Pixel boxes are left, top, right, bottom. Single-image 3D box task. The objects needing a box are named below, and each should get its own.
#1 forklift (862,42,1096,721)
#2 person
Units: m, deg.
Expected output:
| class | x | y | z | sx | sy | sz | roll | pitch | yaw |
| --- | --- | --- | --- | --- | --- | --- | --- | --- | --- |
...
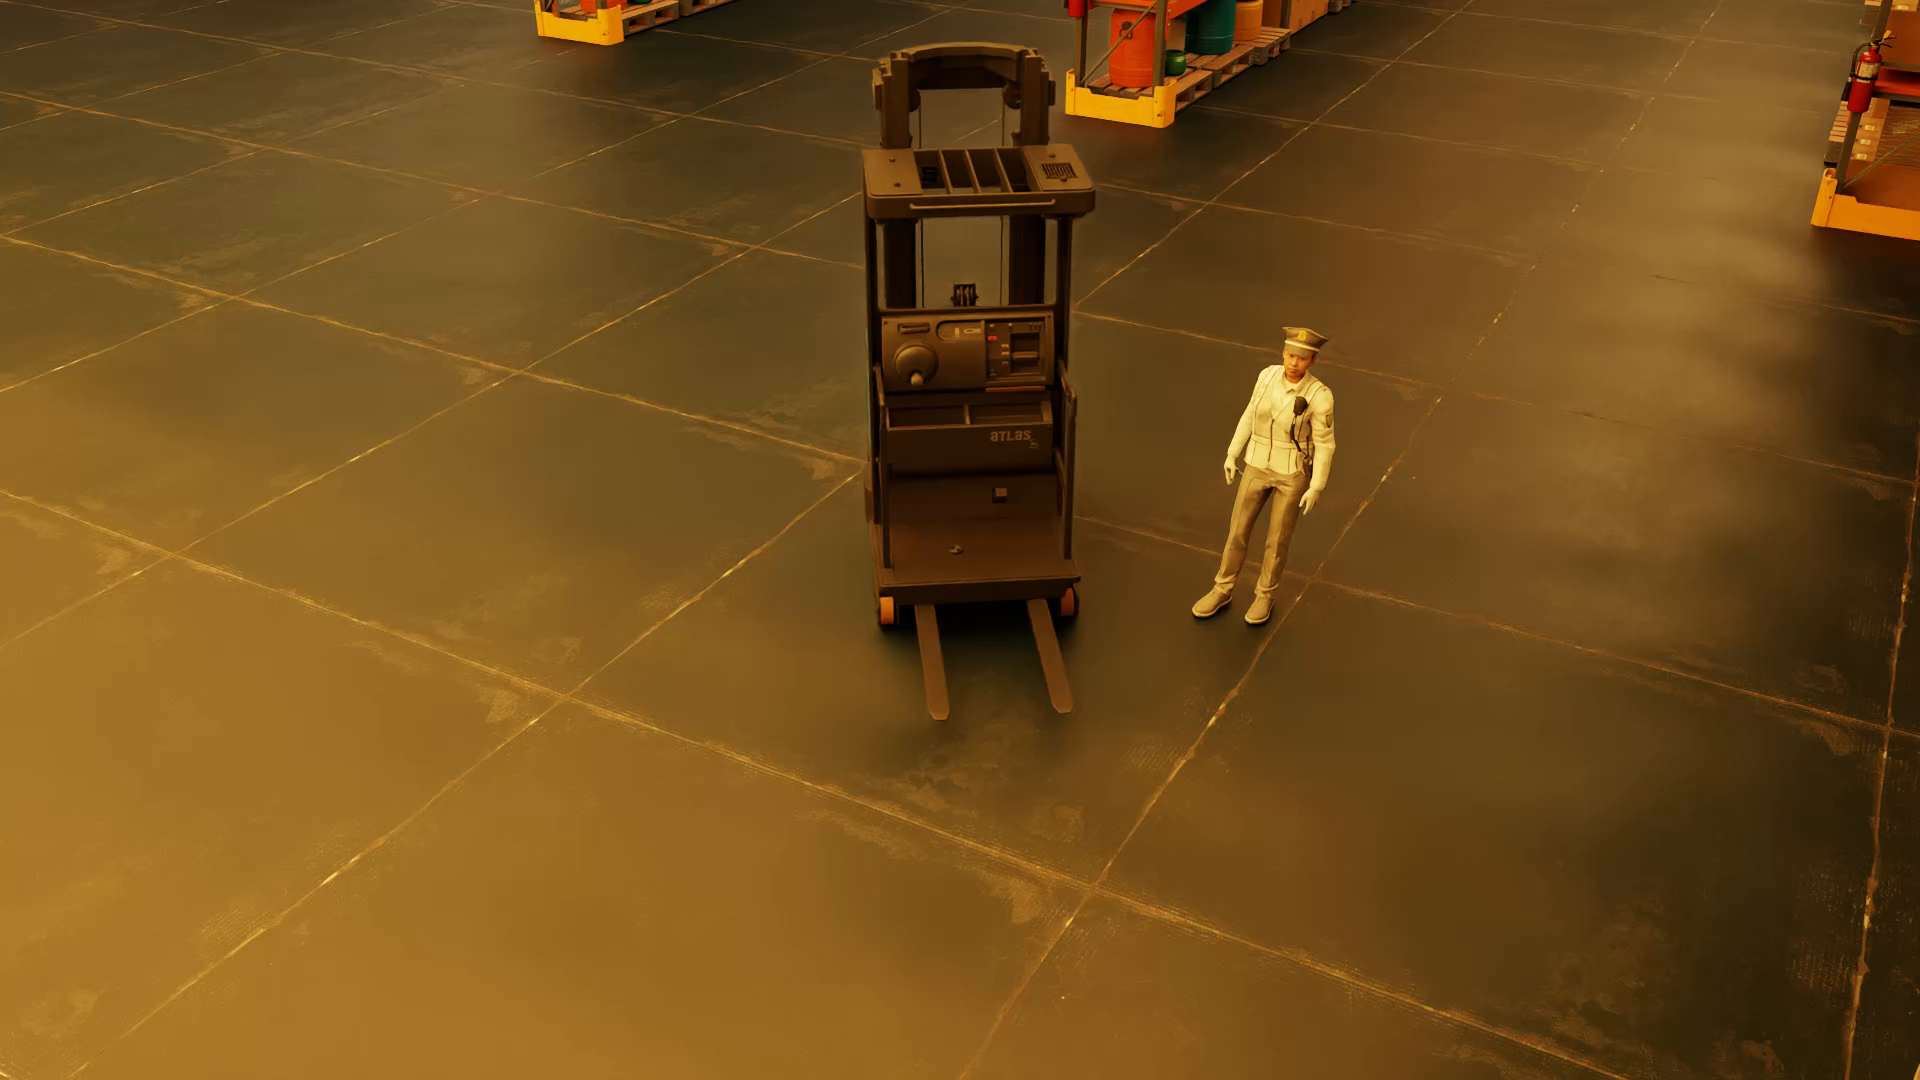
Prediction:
| class | x | y | z | sx | sy | sz | roll | pitch | yaw |
| --- | --- | --- | --- | --- | --- | --- | --- | --- | --- |
| forklift | 0.067 | -0.973 | 8.756 | 1.130 | 2.935 | 3.031 | -3 | 30 | -5 |
| person | 1.660 | -0.337 | 8.878 | 0.586 | 1.694 | 0.531 | 20 | 36 | 31 |
